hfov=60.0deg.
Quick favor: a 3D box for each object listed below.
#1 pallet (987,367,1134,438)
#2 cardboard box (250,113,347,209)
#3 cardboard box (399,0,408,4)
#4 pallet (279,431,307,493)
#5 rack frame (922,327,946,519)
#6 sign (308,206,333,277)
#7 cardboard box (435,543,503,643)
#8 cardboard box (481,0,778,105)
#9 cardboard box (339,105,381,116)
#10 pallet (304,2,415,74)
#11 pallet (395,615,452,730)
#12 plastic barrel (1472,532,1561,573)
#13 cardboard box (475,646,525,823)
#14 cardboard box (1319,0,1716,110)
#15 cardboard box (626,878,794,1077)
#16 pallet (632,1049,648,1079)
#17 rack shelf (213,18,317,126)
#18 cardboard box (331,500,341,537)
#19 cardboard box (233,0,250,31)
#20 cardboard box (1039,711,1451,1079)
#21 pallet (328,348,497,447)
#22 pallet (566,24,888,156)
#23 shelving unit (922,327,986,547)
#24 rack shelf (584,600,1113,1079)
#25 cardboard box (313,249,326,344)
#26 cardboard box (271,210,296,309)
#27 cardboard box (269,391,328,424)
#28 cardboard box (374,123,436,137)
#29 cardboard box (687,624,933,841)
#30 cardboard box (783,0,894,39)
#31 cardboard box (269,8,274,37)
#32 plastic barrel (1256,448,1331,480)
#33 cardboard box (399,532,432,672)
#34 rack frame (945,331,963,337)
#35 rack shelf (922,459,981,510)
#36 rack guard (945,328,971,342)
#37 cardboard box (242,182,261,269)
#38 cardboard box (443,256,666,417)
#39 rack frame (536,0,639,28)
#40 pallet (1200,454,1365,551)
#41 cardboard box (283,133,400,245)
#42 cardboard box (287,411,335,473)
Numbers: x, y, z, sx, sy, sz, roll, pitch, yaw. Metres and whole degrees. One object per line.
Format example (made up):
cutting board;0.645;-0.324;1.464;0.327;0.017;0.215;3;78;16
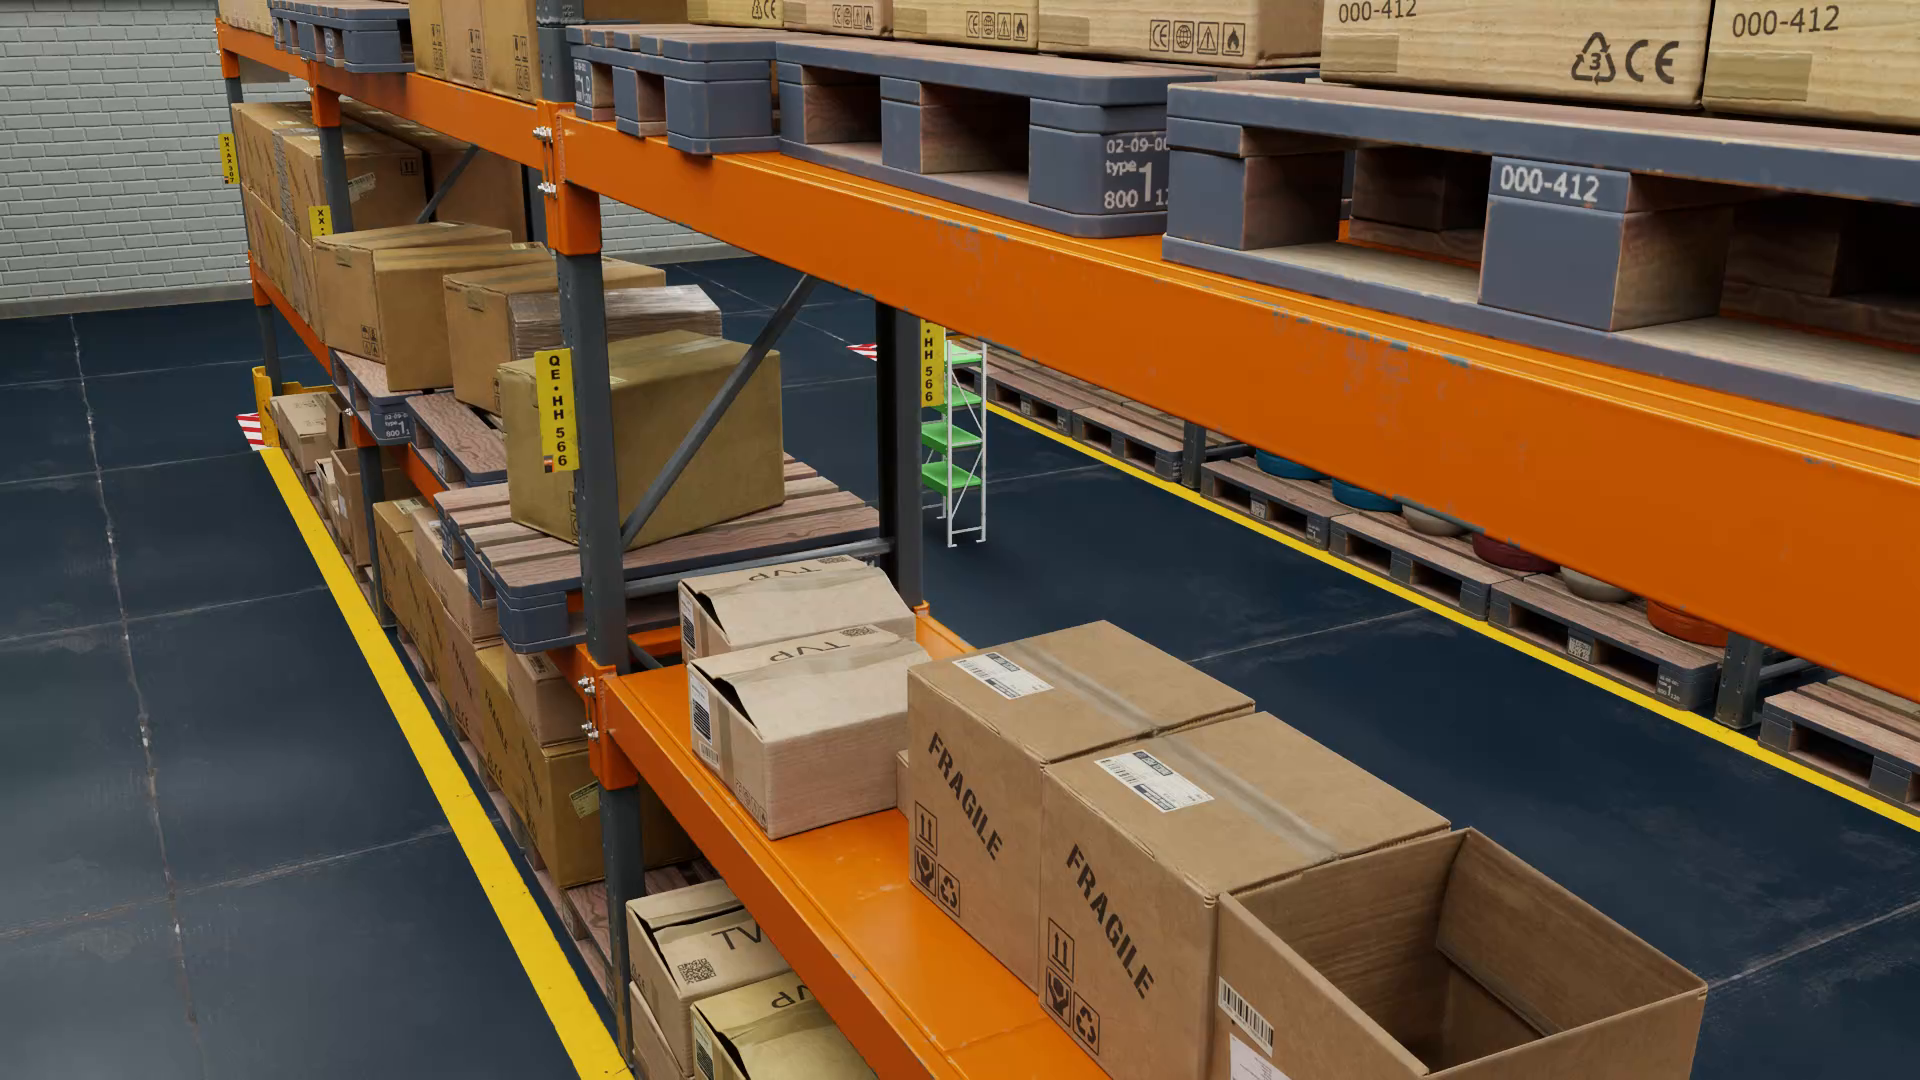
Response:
pallet;0.916;-1.066;12.396;1.003;0.211;1.213;-10;21;-27
cardboard box;-3.911;-2.269;9.921;0.500;0.500;0.500;-10;21;-26
cardboard box;-1.668;-2.234;5.959;0.600;0.600;0.600;-11;22;-29
pallet;-3.962;-0.641;11.167;1.003;0.211;1.213;-10;21;-27
rack frame;-0.194;-0.685;9.776;0.240;1.200;0.015;-10;21;-27
sign;-2.952;-1.385;7.719;0.100;0.325;0.005;-10;21;-27
cardboard box;-1.749;0.165;6.563;0.500;0.250;0.500;-10;22;-28
cardboard box;-0.815;-1.499;4.625;0.910;0.500;0.500;-10;21;-27
cardboard box;-3.683;-2.500;10.592;0.500;0.500;0.500;-9;21;-25
pallet;-1.735;-1.896;6.216;1.213;0.211;1.003;-10;21;-27
pallet;-2.058;0.484;7.905;1.003;0.211;1.213;-10;21;-27
plastic barrel;2.999;-0.200;8.666;0.600;0.588;0.708;-10;21;-27
cardboard box;-1.475;0.679;6.222;0.500;0.500;0.500;-11;22;-29
cardboard box;0.774;-0.646;1.894;0.500;0.250;0.500;-12;23;-32
cardboard box;-0.588;1.118;4.503;0.500;0.311;0.500;-9;21;-25
pallet;-0.222;1.647;4.535;1.003;0.211;1.213;-10;21;-27
rack shelf;-3.428;-2.714;9.402;1.077;0.370;4.000;-10;21;-27
cardboard box;-3.229;-0.140;9.135;0.380;0.149;0.250;-10;21;-27
cardboard box;-3.892;-3.081;9.594;0.500;0.250;0.500;-10;21;-27
cardboard box;0.483;0.669;2.940;0.500;0.500;0.500;-10;21;-27
pallet;-2.195;-0.725;7.428;1.003;0.211;1.213;-10;21;-27
pallet;-0.178;-1.061;3.799;1.213;0.211;1.003;-9;21;-24
shelving unit;-0.079;-0.615;9.573;0.258;1.200;0.503;-10;21;-27
rack shelf;0.371;1.001;3.236;1.077;0.370;4.000;-10;21;-27
cardboard box;-2.941;-1.213;8.394;0.500;0.500;0.500;-10;21;-26
cardboard box;-3.677;-1.654;9.672;0.500;0.500;0.500;-10;21;-26
cardboard box;-4.481;-0.897;11.328;0.380;0.149;0.250;-10;21;-27
cardboard box;-2.943;-2.056;9.306;0.500;0.500;0.500;-11;22;-28
cardboard box;-0.324;0.415;3.966;0.500;0.311;0.500;-10;22;-27
cardboard box;-0.049;-1.190;3.469;0.500;0.250;0.500;-9;21;-25
cardboard box;-3.171;-2.652;8.351;0.500;0.250;0.500;-10;21;-27
plastic barrel;2.126;-0.876;10.144;0.600;0.901;0.708;-10;21;-27
cardboard box;-2.200;0.240;7.495;0.500;0.500;0.500;-10;21;-26
rack frame;-0.016;-2.976;13.658;1.000;3.000;0.127;-10;21;-27
rack shelf;-0.079;-0.327;9.673;0.258;0.148;0.480;-10;21;-27
rack guard;-0.039;-1.800;14.080;1.175;0.500;0.348;-10;21;-27
cardboard box;-4.399;-2.089;10.934;0.500;0.500;0.500;-9;21;-26
cardboard box;-1.585;-0.810;6.583;0.700;0.500;0.500;-17;25;-40
rack frame;-0.578;-2.749;3.804;1.000;3.000;0.127;-10;21;-27
pallet;2.213;-0.282;10.125;1.003;0.211;1.213;-10;21;-27
cardboard box;-3.192;-1.833;8.660;0.500;0.500;0.500;-10;22;-28
cardboard box;-3.894;-0.631;10.403;0.500;0.250;0.500;-10;21;-27
